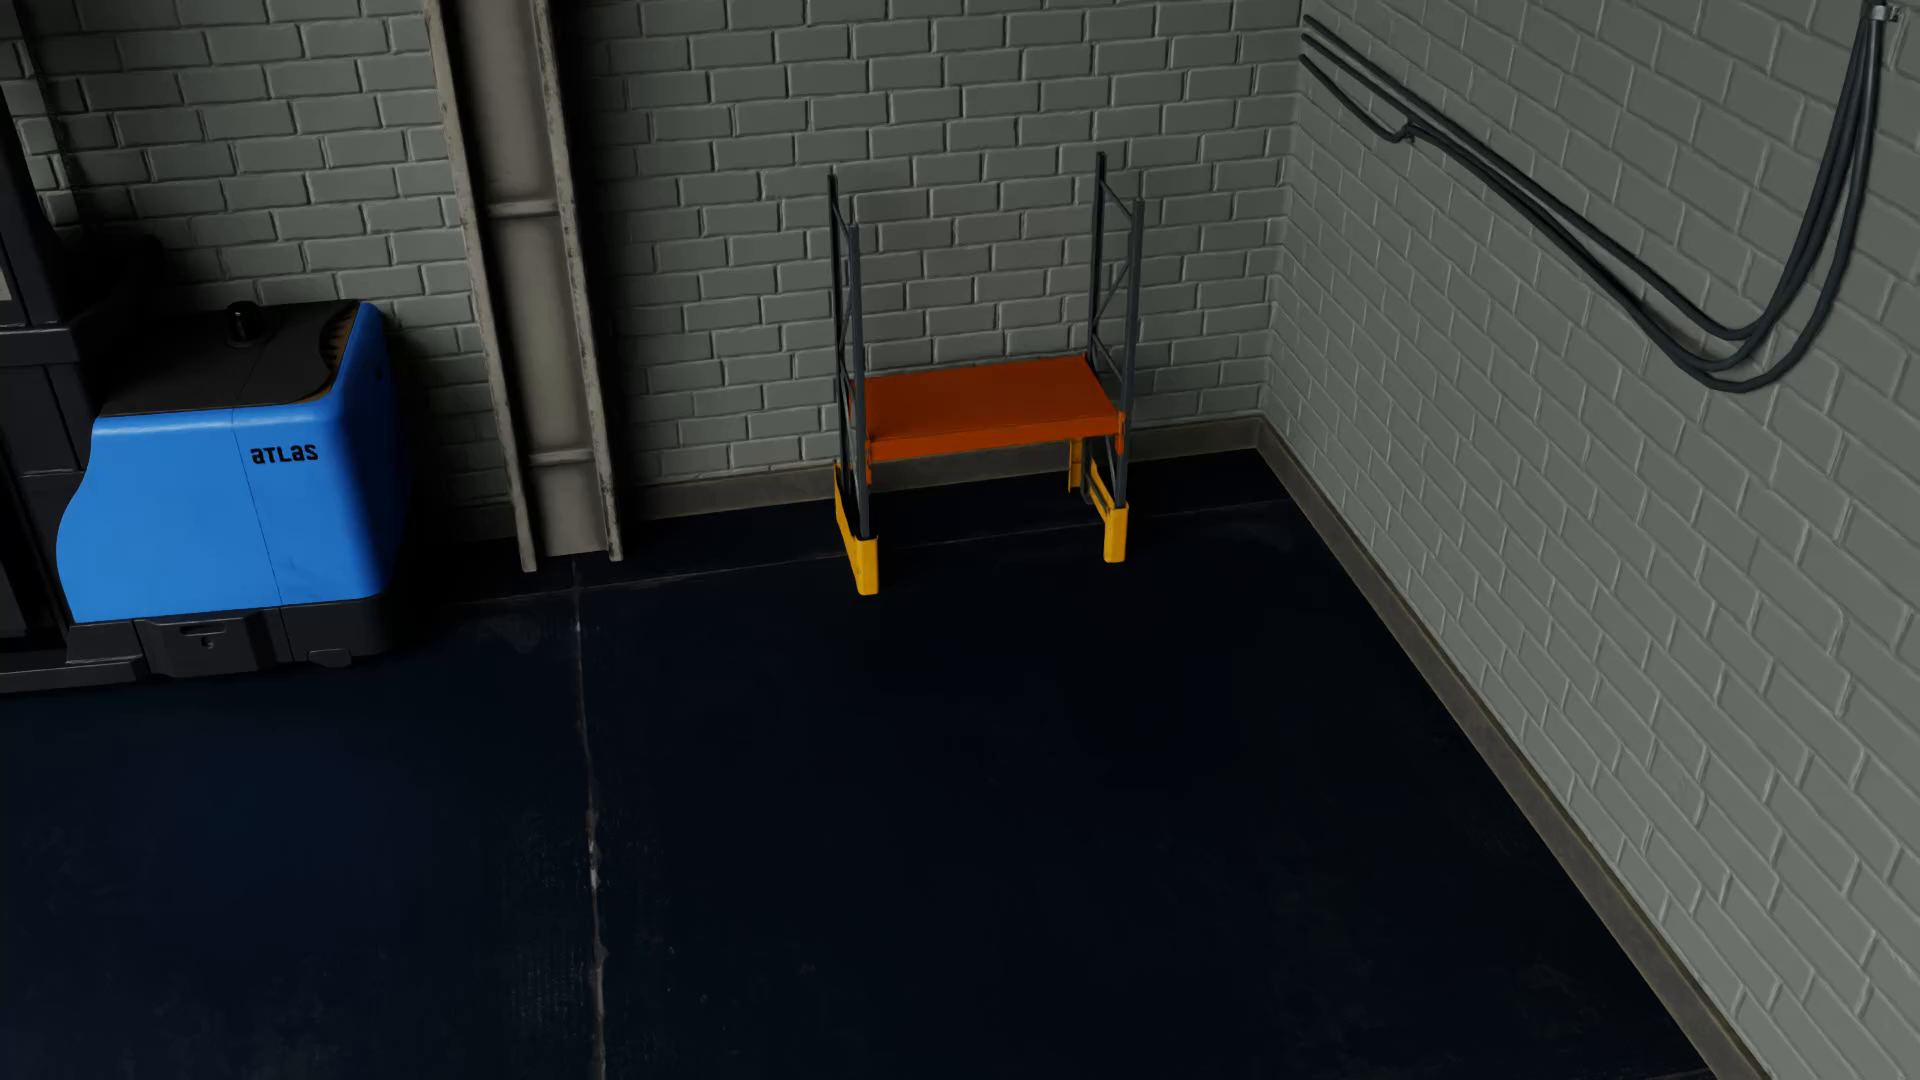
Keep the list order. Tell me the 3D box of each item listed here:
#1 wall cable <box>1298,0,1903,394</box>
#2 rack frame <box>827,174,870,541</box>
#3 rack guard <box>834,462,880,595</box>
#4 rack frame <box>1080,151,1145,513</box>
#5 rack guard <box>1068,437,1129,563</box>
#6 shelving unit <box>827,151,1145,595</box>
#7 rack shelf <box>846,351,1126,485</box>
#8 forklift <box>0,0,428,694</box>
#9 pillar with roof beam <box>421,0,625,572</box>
[{"bbox_3d":[1.601,-2.071,4.547,0.112,2.526,3.097,-7,35,-11],"label":"wall cable"},{"bbox_3d":[-0.413,-0.571,6.255,0.032,1.500,0.500,-7,35,-11],"label":"rack frame"},{"bbox_3d":[-0.411,-0.052,6.603,0.087,0.250,0.587,-7,35,-11],"label":"rack guard"},{"bbox_3d":[0.579,-0.696,6.441,0.032,1.500,0.500,-7,35,-11],"label":"rack frame"},{"bbox_3d":[0.560,-0.174,6.786,0.087,0.250,0.587,-7,35,-11],"label":"rack guard"},{"bbox_3d":[0.074,-0.632,6.346,1.083,1.500,0.587,-7,35,-11],"label":"shelving unit"},{"bbox_3d":[0.083,-0.484,6.448,1.000,0.185,0.538,-7,35,-11],"label":"rack shelf"},{"bbox_3d":[-3.590,-0.914,5.482,3.031,2.935,1.130,-5,34,-7],"label":"forklift"},{"bbox_3d":[-0.614,-1.377,0.726,0.400,9.000,9.100,-7,35,-11],"label":"pillar with roof beam"}]
